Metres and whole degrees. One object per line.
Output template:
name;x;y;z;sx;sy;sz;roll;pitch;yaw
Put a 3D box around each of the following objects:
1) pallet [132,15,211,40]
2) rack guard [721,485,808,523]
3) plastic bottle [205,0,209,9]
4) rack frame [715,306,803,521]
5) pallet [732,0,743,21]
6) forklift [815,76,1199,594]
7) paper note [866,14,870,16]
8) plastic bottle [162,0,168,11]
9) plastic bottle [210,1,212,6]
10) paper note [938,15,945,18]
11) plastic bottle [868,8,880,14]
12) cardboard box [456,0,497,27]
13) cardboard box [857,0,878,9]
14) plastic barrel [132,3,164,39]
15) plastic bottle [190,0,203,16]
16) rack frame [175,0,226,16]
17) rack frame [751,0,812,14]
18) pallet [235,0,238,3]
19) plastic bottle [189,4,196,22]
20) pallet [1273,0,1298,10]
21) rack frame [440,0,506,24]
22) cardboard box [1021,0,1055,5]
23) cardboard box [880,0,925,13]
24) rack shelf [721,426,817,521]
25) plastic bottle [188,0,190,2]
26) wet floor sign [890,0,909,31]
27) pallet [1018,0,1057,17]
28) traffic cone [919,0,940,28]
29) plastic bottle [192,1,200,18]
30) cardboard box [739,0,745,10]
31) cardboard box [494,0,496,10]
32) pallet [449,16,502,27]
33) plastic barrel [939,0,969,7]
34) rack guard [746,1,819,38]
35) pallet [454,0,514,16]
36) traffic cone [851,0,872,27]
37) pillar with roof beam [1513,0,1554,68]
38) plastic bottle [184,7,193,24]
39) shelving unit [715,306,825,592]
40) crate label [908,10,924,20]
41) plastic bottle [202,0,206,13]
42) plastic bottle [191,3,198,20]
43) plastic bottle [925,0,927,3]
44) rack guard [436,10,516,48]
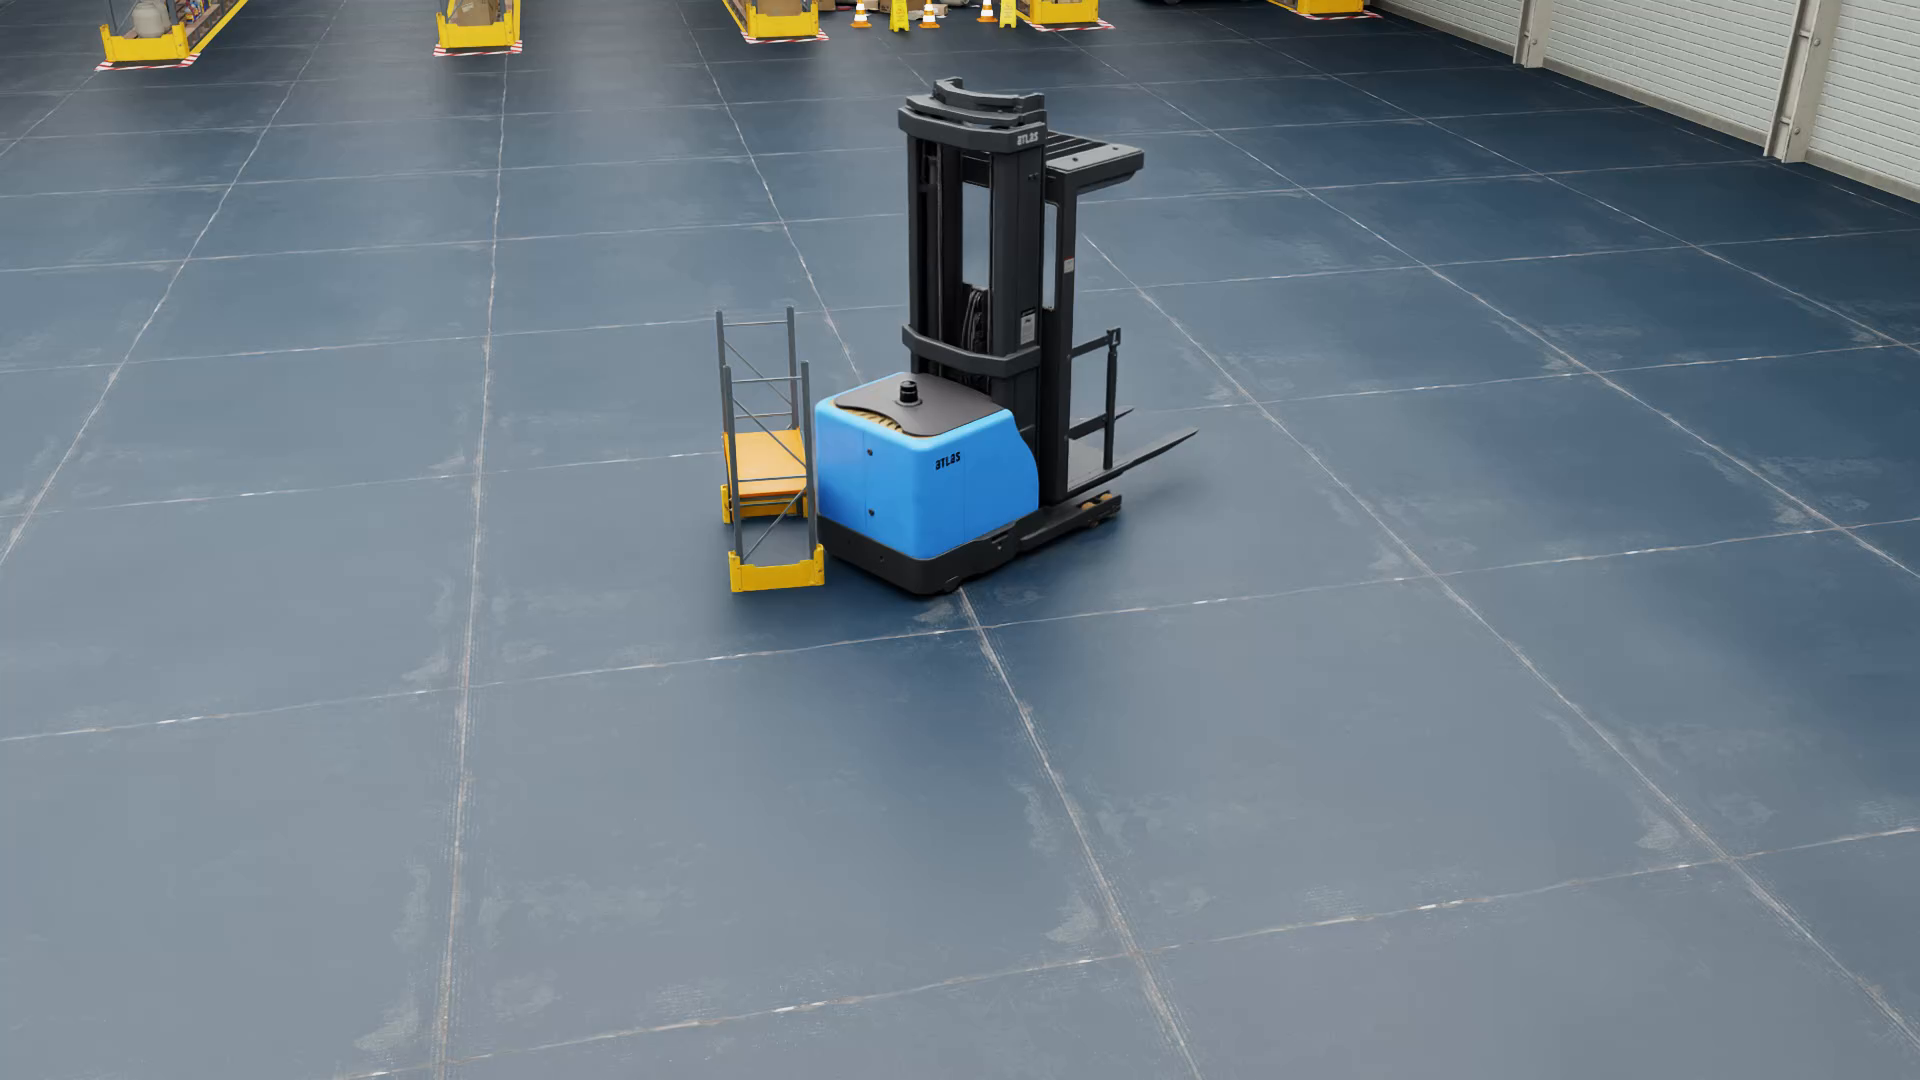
pallet;-13.162;-8.543;27.788;1.003;0.211;1.213;-6;27;-12
rack guard;-1.326;-0.265;11.344;0.587;0.250;0.087;-5;27;-9
plastic bottle;-13.125;-9.384;28.811;0.144;0.351;0.185;-7;28;-13
rack frame;-1.326;-0.823;11.063;0.500;1.500;0.032;-5;27;-9
pallet;-3.497;-9.462;29.610;1.003;0.211;1.213;-6;27;-12
forklift;0.461;-1.540;10.895;1.130;2.935;3.031;24;35;39
paper note;-1.659;-9.346;29.581;0.144;0.017;0.142;3;27;6
plastic bottle;-13.623;-9.154;28.443;0.097;0.271;0.097;0;27;0
plastic bottle;-13.166;-9.443;29.094;0.097;0.201;0.097;0;27;0
paper note;-0.322;-9.264;29.417;0.148;0.019;0.142;-16;31;-29
plastic bottle;-1.569;-9.512;29.875;0.133;0.061;0.283;-16;31;-29
cardboard box;-7.949;-8.718;27.348;0.500;0.500;0.500;-1;27;-2
cardboard box;-1.689;-9.798;30.213;0.396;0.266;0.258;-1;27;-3
plastic barrel;-12.873;-8.226;26.359;0.421;0.512;0.421;0;27;0
plastic bottle;-12.977;-9.053;28.238;0.152;0.276;0.135;-5;27;-11
rack frame;-13.551;-10.624;28.815;1.000;3.000;0.127;-6;27;-12
rack frame;-2.969;-9.830;27.243;1.000;3.000;0.127;-6;27;-12
pallet;-14.045;-10.256;31.182;1.003;0.211;1.213;-6;27;-12
plastic bottle;-12.788;-8.780;27.689;0.061;0.283;0.133;-5;27;-11
pallet;6.453;-9.969;30.613;1.003;0.211;1.213;-6;27;-12
rack frame;-7.824;-9.370;26.333;1.000;3.000;0.127;-6;27;-12
cardboard box;1.381;-9.675;29.521;0.500;0.250;0.500;-6;27;-12
cardboard box;-1.032;-9.776;29.907;0.637;0.503;0.797;19;32;32
rack shelf;-1.237;-0.437;10.697;0.538;0.185;1.000;-5;27;-9
plastic bottle;-13.103;-9.106;28.335;0.061;0.283;0.133;-6;27;-12
wet floor sign;-1.034;-8.967;28.146;0.267;0.644;0.232;-11;29;-20
pallet;1.665;-9.526;29.734;1.003;0.211;1.213;-6;27;-12
traffic cone;-0.528;-9.040;28.493;0.336;0.463;0.334;-6;27;-12
plastic bottle;-12.900;-8.957;28.053;0.097;0.271;0.097;0;27;0
cardboard box;-3.387;-9.746;28.968;0.875;0.875;0.875;-6;27;-12
cardboard box;-8.239;-9.254;28.409;0.500;0.500;0.500;-3;27;-7
pallet;-7.990;-8.519;27.741;1.003;0.211;1.213;-6;27;-12
plastic barrel;-0.110;-9.980;30.399;0.512;0.421;0.421;13;30;24
rack guard;-2.964;-8.703;27.785;1.175;0.500;0.348;-6;27;-12
pallet;-8.540;-9.590;29.863;1.003;0.211;1.213;-6;27;-12
traffic cone;-1.705;-9.075;28.562;0.336;0.463;0.334;-6;27;-12
pillar with roof beam;4.545;-10.887;22.679;9.100;9.000;0.400;-6;27;-12
plastic bottle;-12.755;-8.674;27.491;0.097;0.271;0.097;0;27;0
shelving unit;-1.239;-0.602;10.624;0.587;1.500;1.083;-5;27;-9
crate label;-0.765;-9.233;29.238;0.250;0.136;0.298;-23;35;-38
plastic bottle;-13.005;-9.202;28.526;0.061;0.283;0.133;-4;27;-8
plastic bottle;-12.855;-8.868;27.877;0.097;0.271;0.097;0;27;0
plastic bottle;-0.607;-10.064;30.968;0.133;0.061;0.283;-1;27;-3
rack guard;-7.841;-8.288;26.962;1.175;0.500;0.348;-6;27;-12
